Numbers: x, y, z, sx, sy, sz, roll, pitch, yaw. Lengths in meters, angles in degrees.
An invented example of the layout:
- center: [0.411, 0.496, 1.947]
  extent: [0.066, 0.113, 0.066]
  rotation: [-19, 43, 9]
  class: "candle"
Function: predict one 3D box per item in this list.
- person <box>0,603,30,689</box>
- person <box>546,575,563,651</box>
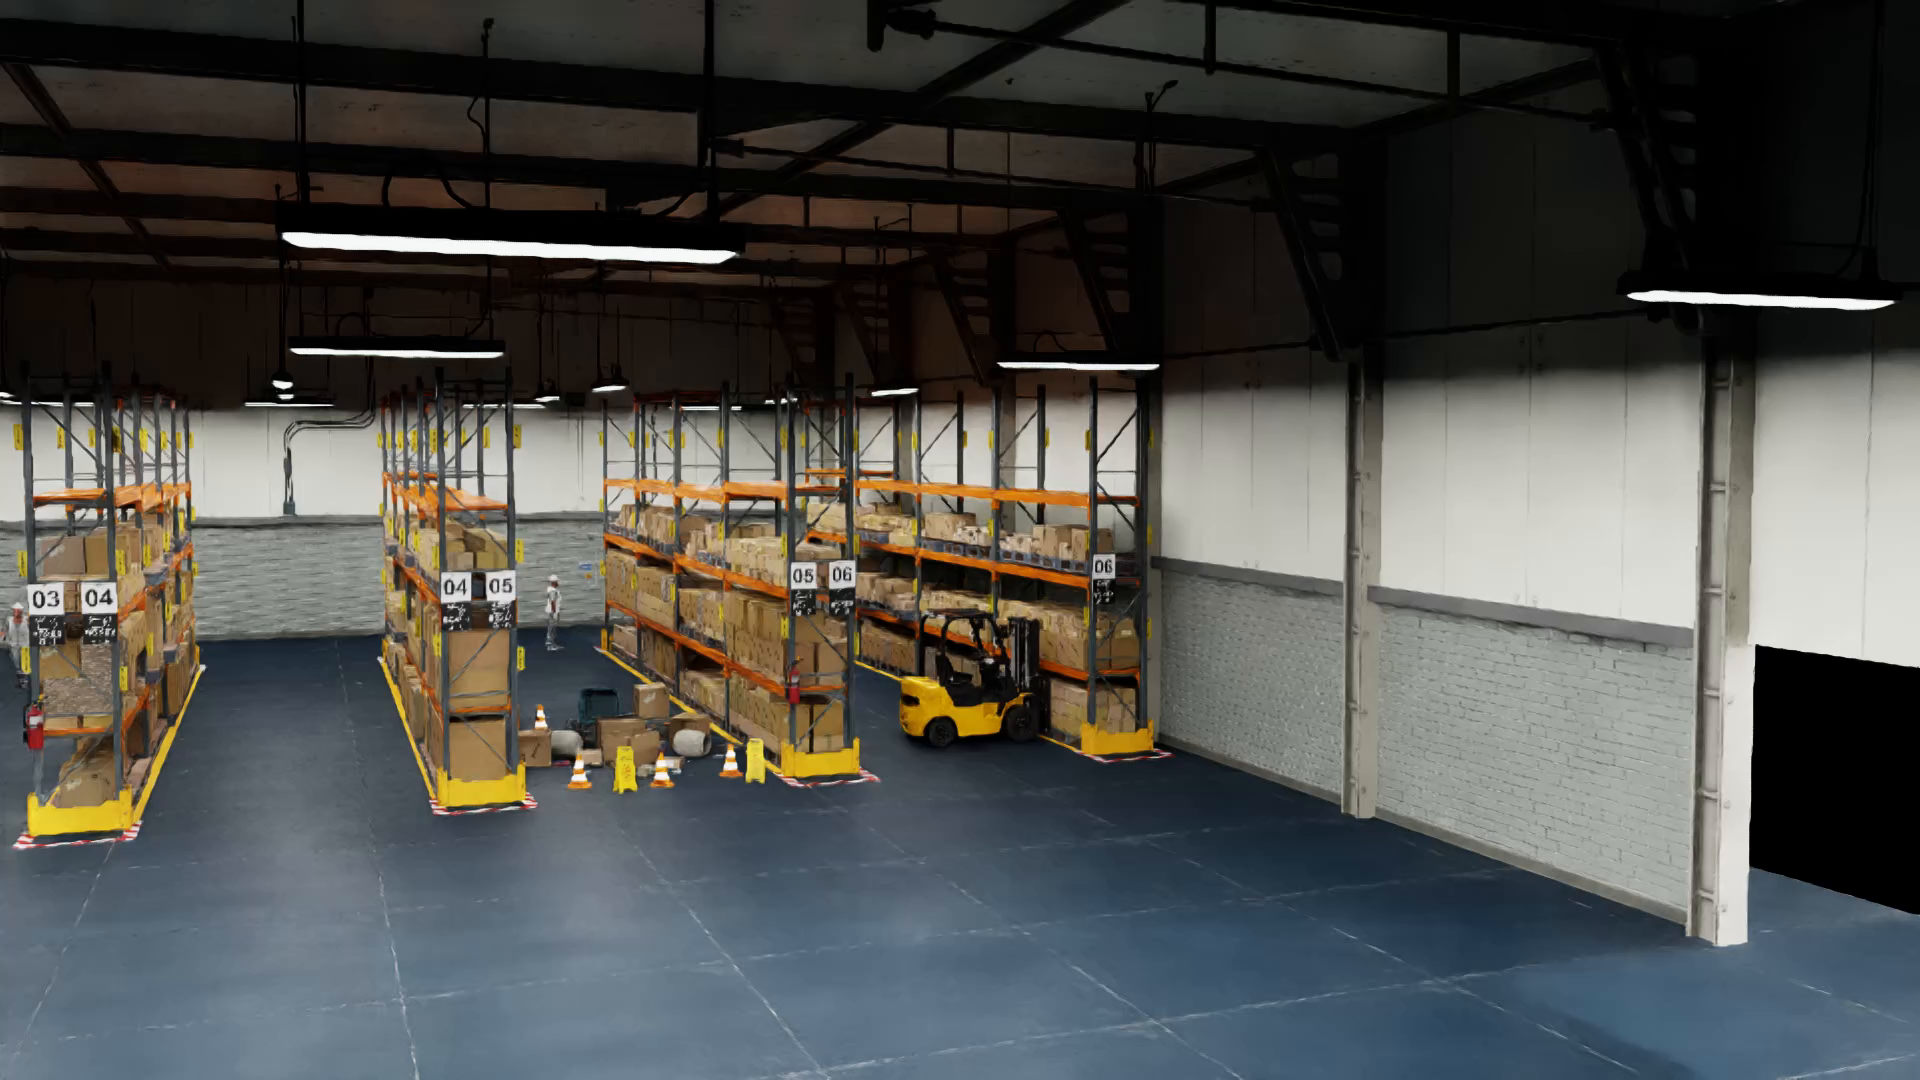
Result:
- center: [-18.974, 2.118, 33.587]
  extent: [0.703, 1.722, 0.835]
  rotation: [-1, 4, -17]
  class: "person"
- center: [-9.644, 1.716, 39.504]
  extent: [0.400, 1.786, 0.620]
  rotation: [-1, 4, -13]
  class: "person"
